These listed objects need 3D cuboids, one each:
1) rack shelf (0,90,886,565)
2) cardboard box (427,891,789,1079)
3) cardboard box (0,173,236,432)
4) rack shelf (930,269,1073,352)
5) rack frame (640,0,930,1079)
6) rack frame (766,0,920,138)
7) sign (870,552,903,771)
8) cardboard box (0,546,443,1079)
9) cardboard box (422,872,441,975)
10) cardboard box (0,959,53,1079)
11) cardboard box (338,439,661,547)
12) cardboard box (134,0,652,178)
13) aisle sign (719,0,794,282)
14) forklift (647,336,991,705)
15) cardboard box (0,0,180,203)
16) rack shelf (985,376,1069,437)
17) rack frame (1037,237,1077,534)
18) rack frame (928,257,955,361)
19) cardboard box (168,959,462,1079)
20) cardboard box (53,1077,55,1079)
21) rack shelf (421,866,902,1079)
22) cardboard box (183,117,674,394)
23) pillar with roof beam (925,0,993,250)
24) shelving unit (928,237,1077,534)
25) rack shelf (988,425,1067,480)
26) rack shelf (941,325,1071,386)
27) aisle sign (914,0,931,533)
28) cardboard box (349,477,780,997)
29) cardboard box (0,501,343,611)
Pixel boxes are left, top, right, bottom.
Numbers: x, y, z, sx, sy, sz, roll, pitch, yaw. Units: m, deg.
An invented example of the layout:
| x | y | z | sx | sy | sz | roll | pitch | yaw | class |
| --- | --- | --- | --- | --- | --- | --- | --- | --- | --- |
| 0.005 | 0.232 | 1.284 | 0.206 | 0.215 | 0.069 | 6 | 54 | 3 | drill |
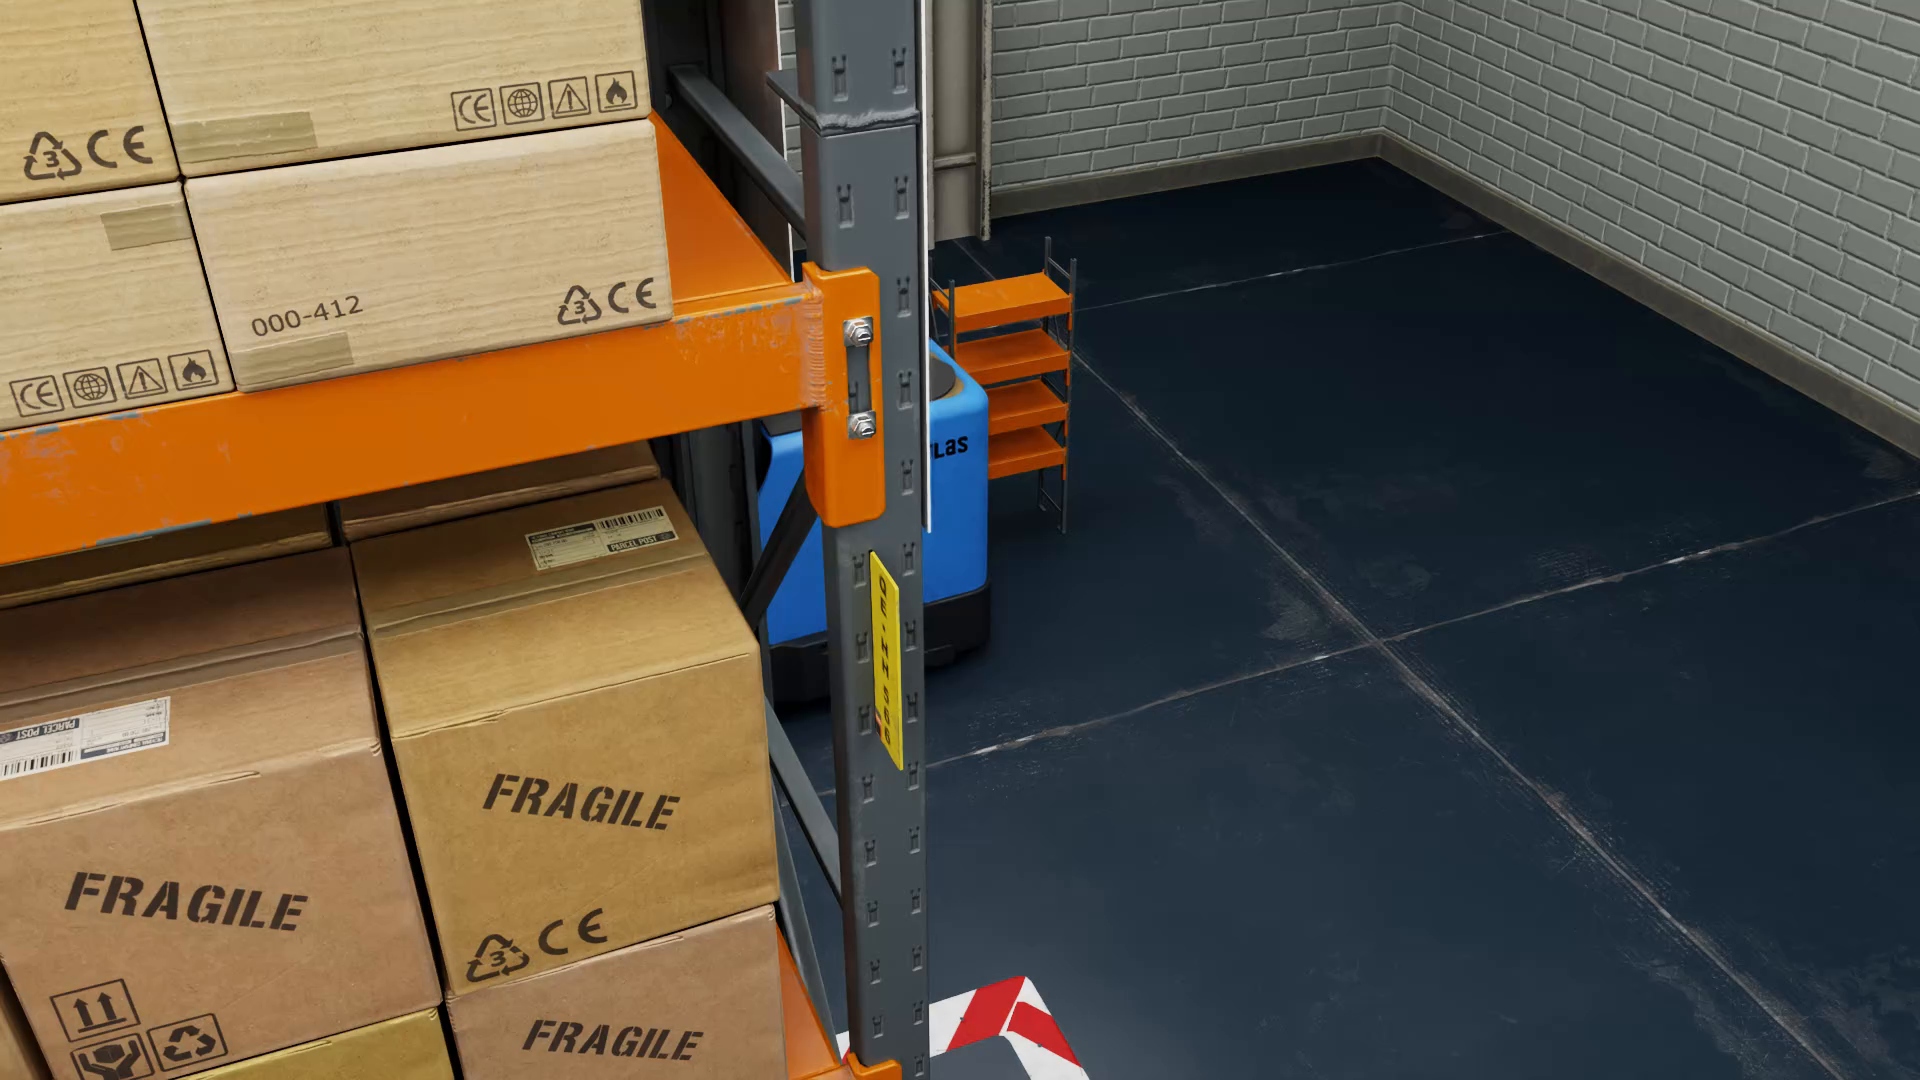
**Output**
| x | y | z | sx | sy | sz | roll | pitch | yaw | class |
| --- | --- | --- | --- | --- | --- | --- | --- | --- | --- |
| -2.145 | -0.022 | 1.943 | 4.000 | 0.370 | 1.077 | -13 | 35 | -19 | rack shelf |
| -0.608 | 0.701 | 2.831 | 0.500 | 0.500 | 0.500 | -12 | 35 | -17 | cardboard box |
| -1.138 | -0.342 | 1.913 | 0.500 | 0.250 | 0.500 | -13 | 35 | -19 | cardboard box |
| 0.153 | -0.867 | 6.262 | 0.480 | 0.148 | 0.258 | -13 | 35 | -19 | rack shelf |
| -0.301 | 0.511 | 3.214 | 0.127 | 3.000 | 1.000 | -13 | 35 | -19 | rack frame |
| -0.301 | -2.004 | 1.578 | 0.127 | 3.000 | 1.000 | -13 | 35 | -19 | rack frame |
| -0.105 | 0.177 | 2.377 | 0.005 | 0.325 | 0.100 | -13 | 35 | -19 | sign |
| -1.070 | 0.389 | 2.393 | 0.500 | 0.500 | 0.500 | -12 | 35 | -18 | cardboard box |
| -1.286 | 0.542 | 3.075 | 0.500 | 0.500 | 0.500 | -13 | 35 | -19 | cardboard box |
| -1.547 | 0.501 | 2.221 | 0.500 | 0.500 | 0.500 | -12 | 35 | -18 | cardboard box |
| -0.812 | 0.011 | 2.974 | 0.500 | 0.500 | 0.500 | -12 | 35 | -17 | cardboard box |
| -0.676 | -0.656 | 1.937 | 0.500 | 0.250 | 0.500 | -13 | 35 | -19 | cardboard box |
| -0.352 | -0.741 | 2.754 | 0.004 | 0.787 | 0.394 | -13 | 35 | -19 | aisle sign |
| -1.447 | -0.712 | 5.157 | 3.031 | 2.935 | 1.130 | -14 | 36 | -21 | forklift |
| -1.137 | -0.550 | 1.774 | 0.500 | 0.250 | 0.500 | -13 | 35 | -19 | cardboard box |
| 0.153 | -0.481 | 6.513 | 0.480 | 0.148 | 0.258 | -13 | 35 | -19 | rack shelf |
| 0.378 | -0.589 | 6.556 | 0.015 | 1.200 | 0.240 | -13 | 35 | -19 | rack frame |
| -0.072 | -0.486 | 6.397 | 0.015 | 1.200 | 0.240 | -13 | 35 | -19 | rack frame |
| -1.085 | 0.812 | 2.660 | 0.500 | 0.500 | 0.500 | -13 | 35 | -19 | cardboard box |
| -1.548 | 0.914 | 2.502 | 0.500 | 0.500 | 0.500 | -13 | 35 | -19 | cardboard box |
| -2.145 | 1.235 | 2.761 | 4.000 | 0.370 | 1.077 | -13 | 35 | -19 | rack shelf |
| -0.673 | -0.442 | 2.067 | 0.500 | 0.250 | 0.500 | -13 | 35 | -19 | cardboard box |
| 1.599 | -3.334 | 3.623 | 0.400 | 9.000 | 9.100 | -13 | 35 | -19 | pillar with roof beam |
| 0.153 | -0.538 | 6.476 | 0.503 | 1.200 | 0.258 | -13 | 35 | -19 | shelving unit |
| 0.153 | -0.315 | 6.621 | 0.480 | 0.148 | 0.258 | -13 | 35 | -19 | rack shelf |
| 0.153 | -0.669 | 6.391 | 0.480 | 0.148 | 0.258 | -13 | 35 | -19 | rack shelf |
| -0.119 | -0.439 | 2.291 | 0.004 | 0.787 | 0.394 | -13 | 35 | -19 | aisle sign |
| -0.605 | 0.282 | 2.557 | 0.500 | 0.500 | 0.500 | -13 | 35 | -19 | cardboard box |
| -1.291 | 0.125 | 2.798 | 0.500 | 0.500 | 0.500 | -13 | 35 | -18 | cardboard box |
